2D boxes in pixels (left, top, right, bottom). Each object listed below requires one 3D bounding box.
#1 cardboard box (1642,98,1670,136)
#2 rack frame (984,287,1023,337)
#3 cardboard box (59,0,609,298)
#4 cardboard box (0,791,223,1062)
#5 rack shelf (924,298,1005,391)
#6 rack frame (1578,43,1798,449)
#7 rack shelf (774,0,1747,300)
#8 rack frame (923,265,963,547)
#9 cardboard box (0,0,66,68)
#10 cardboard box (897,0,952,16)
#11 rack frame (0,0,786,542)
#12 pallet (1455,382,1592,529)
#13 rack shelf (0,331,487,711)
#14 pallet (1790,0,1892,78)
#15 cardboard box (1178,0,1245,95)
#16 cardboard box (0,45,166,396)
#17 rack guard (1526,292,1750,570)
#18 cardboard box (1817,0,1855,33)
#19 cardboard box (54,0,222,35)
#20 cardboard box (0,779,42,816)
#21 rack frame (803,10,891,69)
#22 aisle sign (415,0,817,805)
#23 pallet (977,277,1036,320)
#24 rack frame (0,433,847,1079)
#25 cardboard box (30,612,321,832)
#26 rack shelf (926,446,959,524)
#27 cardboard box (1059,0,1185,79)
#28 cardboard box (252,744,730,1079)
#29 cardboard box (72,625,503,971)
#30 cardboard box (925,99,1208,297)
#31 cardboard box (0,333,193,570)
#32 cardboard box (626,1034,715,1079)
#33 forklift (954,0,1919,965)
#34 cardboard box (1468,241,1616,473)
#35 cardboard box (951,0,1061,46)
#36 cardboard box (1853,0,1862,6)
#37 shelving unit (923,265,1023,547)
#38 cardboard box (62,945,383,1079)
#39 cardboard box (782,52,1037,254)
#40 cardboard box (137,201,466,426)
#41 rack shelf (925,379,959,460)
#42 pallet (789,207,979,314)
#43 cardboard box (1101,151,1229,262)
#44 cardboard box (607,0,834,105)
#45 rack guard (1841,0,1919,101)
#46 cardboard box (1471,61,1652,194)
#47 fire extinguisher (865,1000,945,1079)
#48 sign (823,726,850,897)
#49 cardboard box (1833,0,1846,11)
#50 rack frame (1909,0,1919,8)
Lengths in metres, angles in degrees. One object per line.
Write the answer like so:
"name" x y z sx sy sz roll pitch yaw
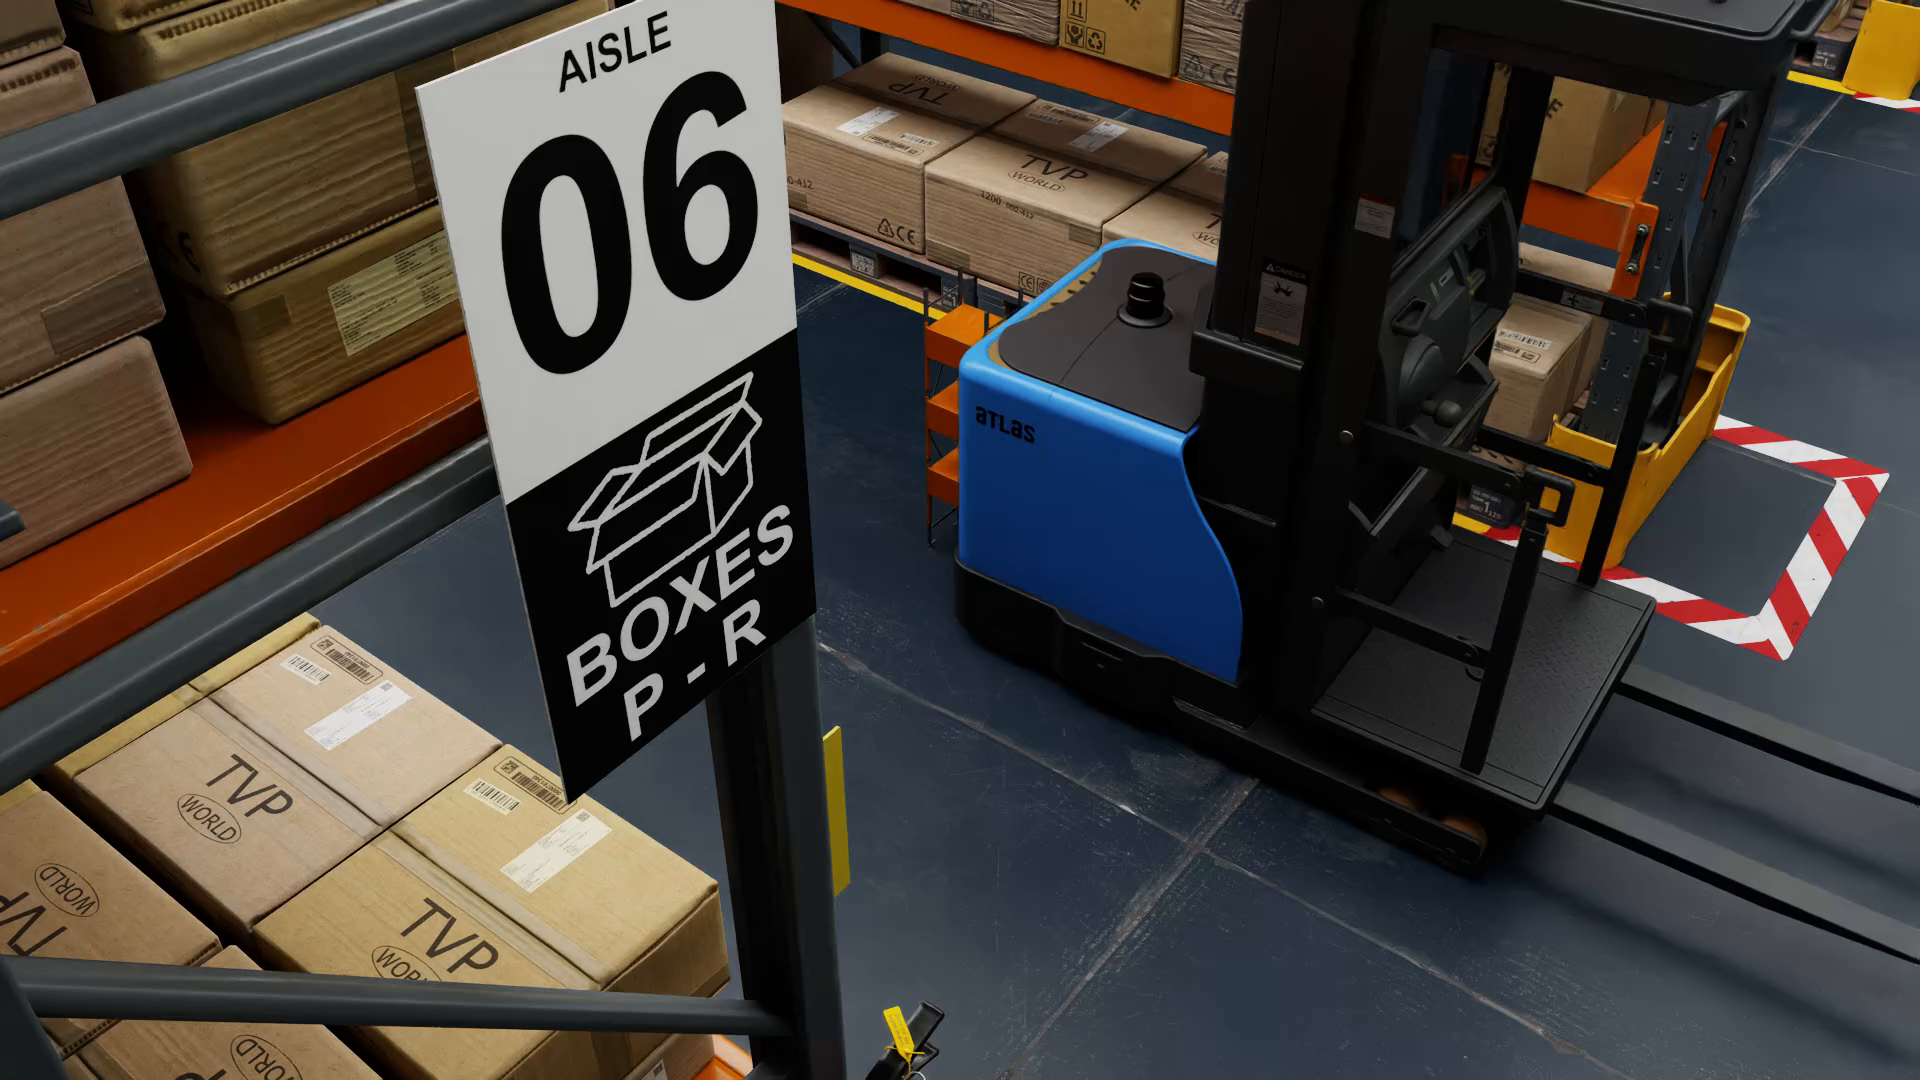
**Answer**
"cardboard box" 2.281 -1.778 5.761 0.500 0.500 0.500 25 44 28
"rack frame" 0.139 -0.348 5.596 0.008 1.050 0.200 25 45 29
"cardboard box" -0.712 -0.526 1.690 0.500 0.250 0.500 25 44 28
"cardboard box" -1.461 0.719 2.533 0.500 0.250 0.500 25 45 29
"rack shelf" 0.042 -0.608 5.486 0.240 0.259 0.215 25 45 29
"rack frame" 2.487 -1.419 5.383 0.127 3.000 1.000 25 45 29
"rack shelf" 0.899 -1.884 6.561 4.000 0.370 1.077 25 45 29
"rack frame" -0.054 -0.439 5.713 0.008 1.050 0.200 25 45 29
"cardboard box" -1.048 -0.452 1.190 0.500 0.250 0.500 24 44 27
"cardboard box" -0.079 -2.462 6.634 0.500 0.500 0.500 26 45 29
"rack frame" -0.525 -1.349 0.427 0.127 3.000 1.000 25 45 29
"pallet" 1.805 -0.582 6.576 1.213 0.211 1.003 25 45 29
"rack shelf" -2.114 -0.634 2.530 4.000 0.370 1.077 25 45 29
"pallet" 4.730 -3.132 9.834 1.213 0.211 1.003 25 45 29
"cardboard box" 1.139 -1.892 5.906 0.500 0.500 0.500 27 45 30
"cardboard box" -1.044 -0.259 1.349 0.500 0.250 0.500 24 44 28
"rack guard" 2.506 -0.425 6.142 0.348 0.500 1.175 25 45 29
"cardboard box" 4.870 -3.018 9.398 0.250 0.149 0.380 26 45 29
"cardboard box" -0.725 -0.712 1.522 0.500 0.250 0.500 25 44 28
"cardboard box" -1.851 0.531 2.772 0.500 0.250 0.500 27 45 30
"rack frame" -0.690 -2.917 7.296 0.127 3.000 1.000 25 45 29
"aisle sign" -0.293 -0.129 1.626 0.004 0.787 0.394 25 45 29
"pallet" 0.840 -1.039 7.160 1.213 0.211 1.003 25 45 29
"rack frame" -0.525 1.013 2.277 0.127 3.000 1.000 25 45 29
"cardboard box" -1.527 0.276 3.098 0.500 0.250 0.500 24 44 28
"rack shelf" 0.043 -0.166 5.833 0.240 0.259 0.215 25 45 29
"cardboard box" 0.721 -2.079 6.145 0.500 0.500 0.500 27 45 30
"cardboard box" -0.722 0.653 2.617 0.500 0.250 0.500 25 45 29
"cardboard box" -1.123 0.465 2.858 0.500 0.250 0.500 26 45 29
"cardboard box" 0.455 -1.451 7.161 0.875 0.438 0.875 24 44 27
"cardboard box" -0.920 -0.075 1.438 0.250 0.149 0.380 27 45 30
"cardboard box" -0.620 0.855 2.683 0.250 0.149 0.380 25 44 28
"forklift" 1.482 -0.581 4.368 3.031 2.935 1.130 23 44 27
"cardboard box" 1.902 -0.773 6.296 0.875 0.438 0.875 24 44 27
"cardboard box" 0.312 -2.272 6.392 0.500 0.500 0.500 26 45 29
"cardboard box" 5.193 -3.276 9.727 0.250 0.149 0.380 26 45 29
"shelving unit" 0.042 -0.393 5.655 0.252 1.050 0.215 25 45 29
"cardboard box" -1.052 0.913 2.285 0.500 0.250 0.500 27 45 30
"cardboard box" -0.256 -1.785 7.589 0.875 0.438 0.875 25 44 28
"cardboard box" -0.637 -0.302 1.727 0.250 0.149 0.380 26 45 29
"rack shelf" 0.042 -0.385 5.661 0.240 0.259 0.215 25 45 29
"pallet" -0.133 -1.496 7.743 1.213 0.211 1.003 25 45 29
"cardboard box" 1.170 -1.112 6.729 0.875 0.438 0.875 27 45 30
"cardboard box" -1.231 -2.438 8.068 0.875 0.875 0.875 27 45 30
"rack guard" 5.354 -2.925 9.334 0.348 0.500 1.175 25 45 29
"cardboard box" 1.943 -1.509 5.417 0.500 0.500 0.500 26 45 29
"fire extinguisher" -0.128 1.019 2.634 0.183 0.674 0.296 25 45 29
"sign" -0.196 0.407 2.349 0.005 0.325 0.100 25 45 29
"cardboard box" 4.822 -3.098 9.259 0.250 0.149 0.380 24 44 27
"rack frame" 5.414 -3.880 8.527 0.127 3.000 1.000 25 45 29
